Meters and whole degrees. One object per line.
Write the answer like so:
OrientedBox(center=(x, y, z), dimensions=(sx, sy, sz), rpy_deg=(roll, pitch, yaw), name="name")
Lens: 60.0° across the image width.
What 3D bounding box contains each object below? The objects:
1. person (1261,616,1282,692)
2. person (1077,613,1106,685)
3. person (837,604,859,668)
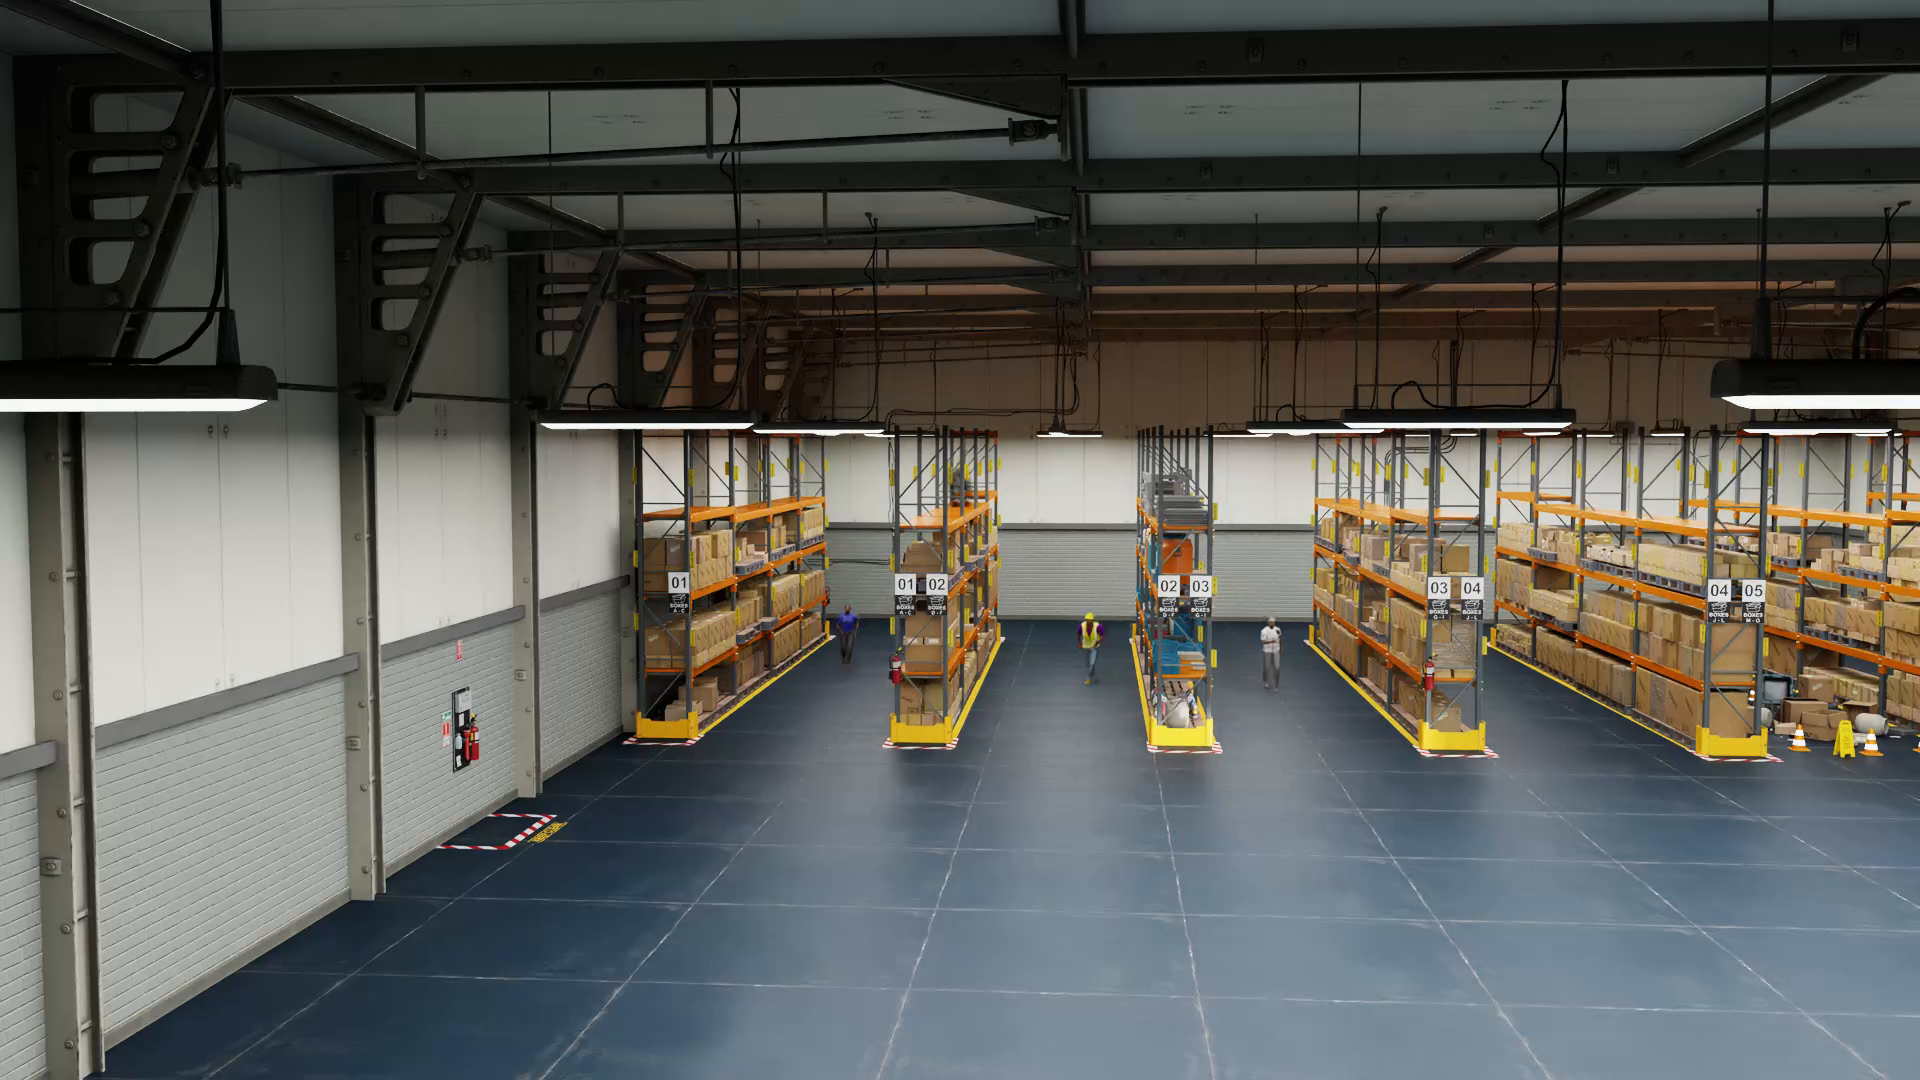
OrientedBox(center=(7.125, 2.610, 37.999), dimensions=(0.540, 1.783, 0.786), rpy_deg=(0, 3, -2), name="person")
OrientedBox(center=(3.091, 2.546, 39.159), dimensions=(0.696, 1.692, 0.825), rpy_deg=(1, 3, 11), name="person")
OrientedBox(center=(-2.825, 2.403, 41.858), dimensions=(0.562, 1.609, 0.589), rpy_deg=(0, 3, -6), name="person")
